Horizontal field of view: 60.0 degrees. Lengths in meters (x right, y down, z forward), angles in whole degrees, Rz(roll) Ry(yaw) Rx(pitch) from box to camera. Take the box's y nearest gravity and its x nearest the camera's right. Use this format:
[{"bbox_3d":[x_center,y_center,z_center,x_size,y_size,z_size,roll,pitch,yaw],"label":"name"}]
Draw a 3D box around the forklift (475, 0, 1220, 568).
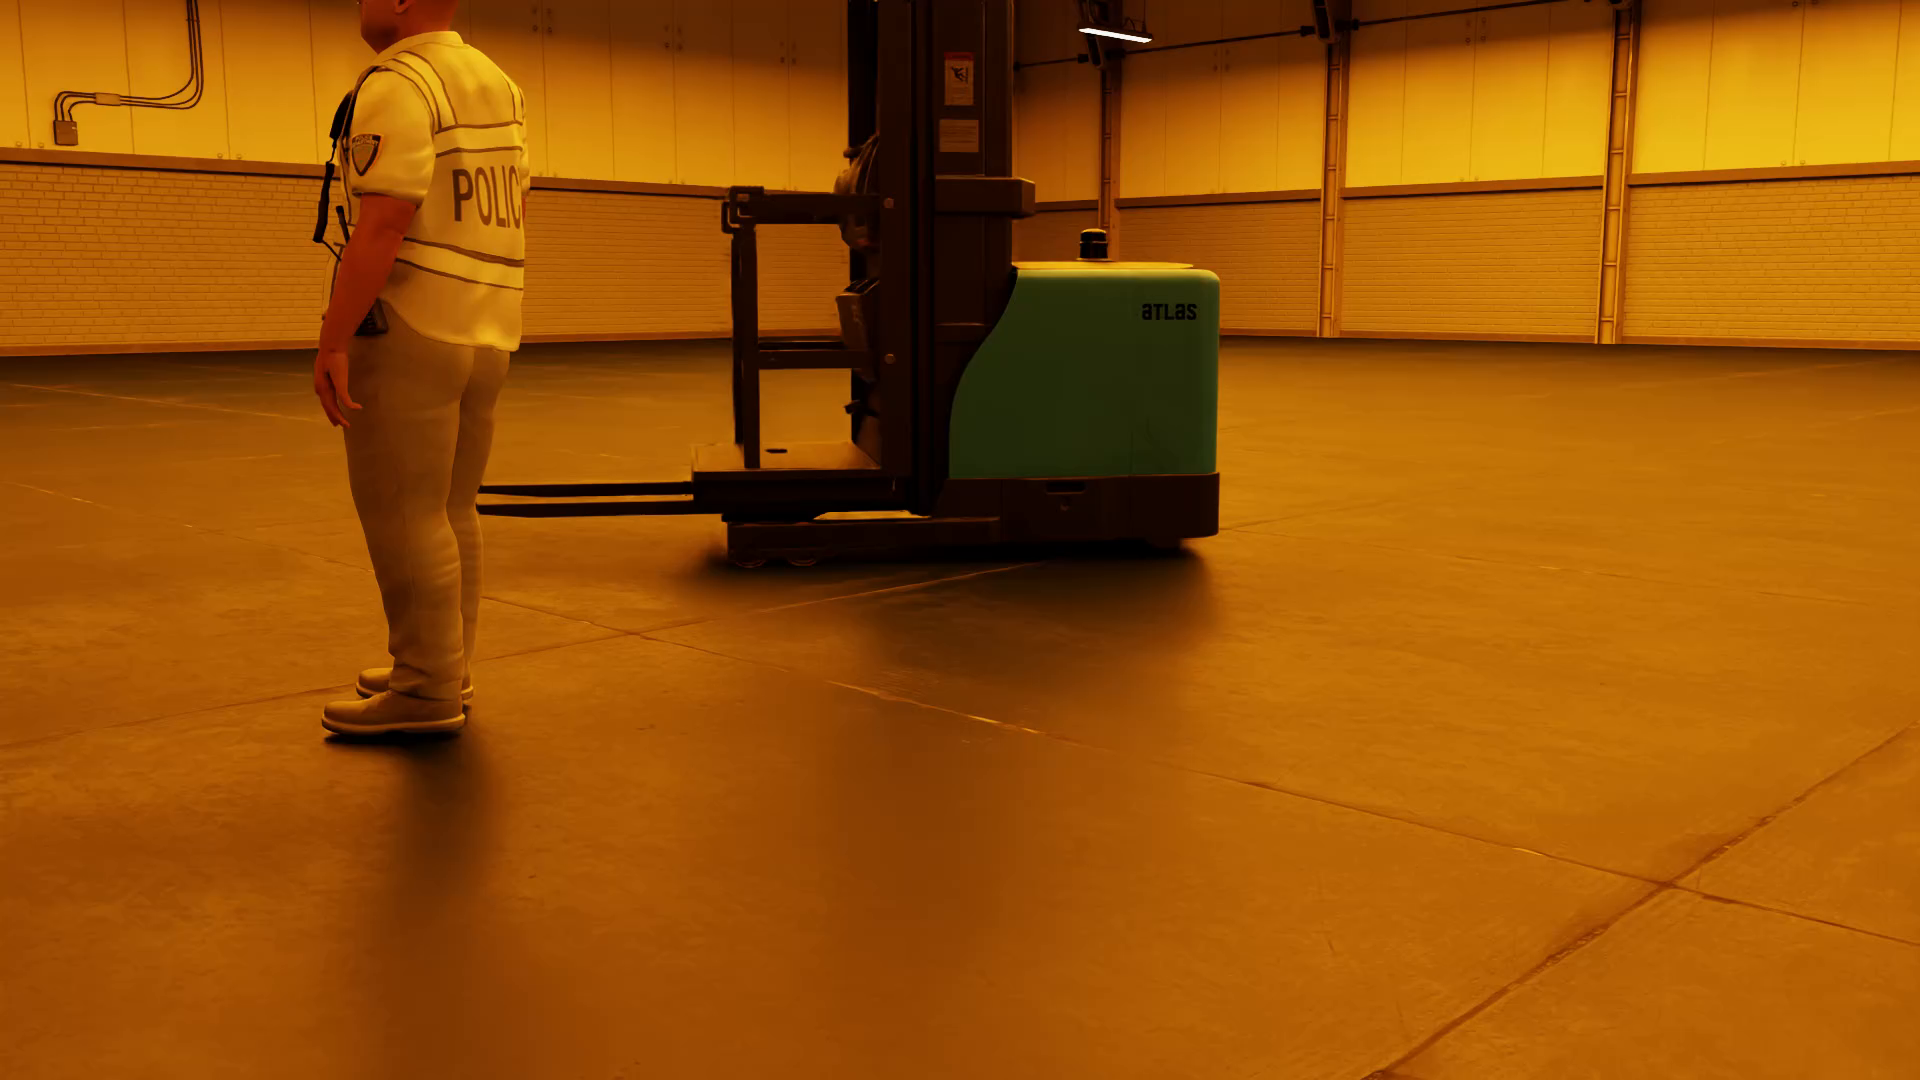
[{"bbox_3d":[-0.573,-1.431,6.376,3.031,2.935,1.130,-1,9,-9],"label":"forklift"}]
